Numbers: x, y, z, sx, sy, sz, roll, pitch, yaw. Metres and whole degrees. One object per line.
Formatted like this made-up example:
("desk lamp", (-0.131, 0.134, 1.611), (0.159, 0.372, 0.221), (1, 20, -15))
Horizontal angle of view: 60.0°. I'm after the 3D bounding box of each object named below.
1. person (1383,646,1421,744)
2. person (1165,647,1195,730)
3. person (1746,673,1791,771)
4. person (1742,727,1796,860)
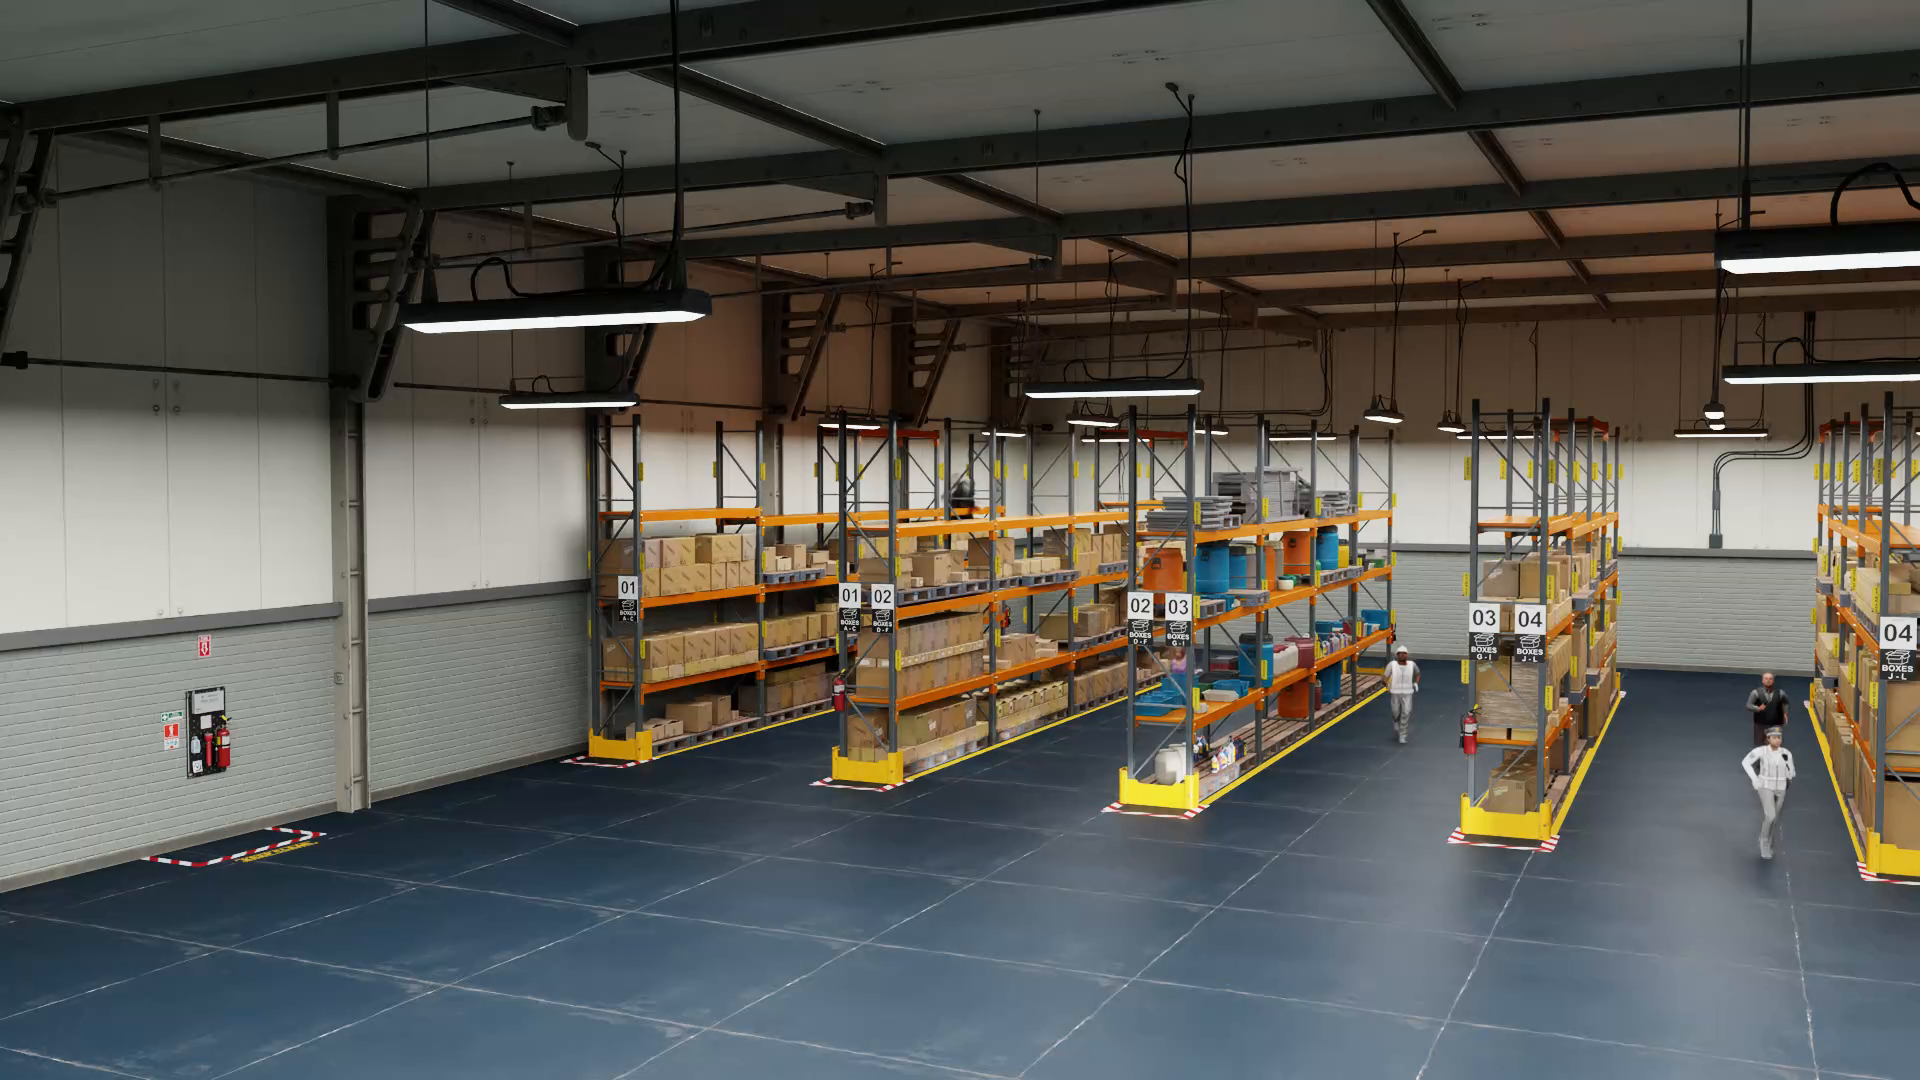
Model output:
("person", (8.202, 2.854, 30.860), (0.681, 1.768, 0.868), (0, 2, 11))
("person", (4.280, 2.875, 32.429), (0.552, 1.575, 0.819), (1, 2, 19))
("person", (13.139, 3.014, 27.039), (0.662, 1.699, 0.960), (1, 3, 26))
("person", (10.549, 3.277, 21.600), (0.588, 1.732, 0.705), (0, 2, 1))
